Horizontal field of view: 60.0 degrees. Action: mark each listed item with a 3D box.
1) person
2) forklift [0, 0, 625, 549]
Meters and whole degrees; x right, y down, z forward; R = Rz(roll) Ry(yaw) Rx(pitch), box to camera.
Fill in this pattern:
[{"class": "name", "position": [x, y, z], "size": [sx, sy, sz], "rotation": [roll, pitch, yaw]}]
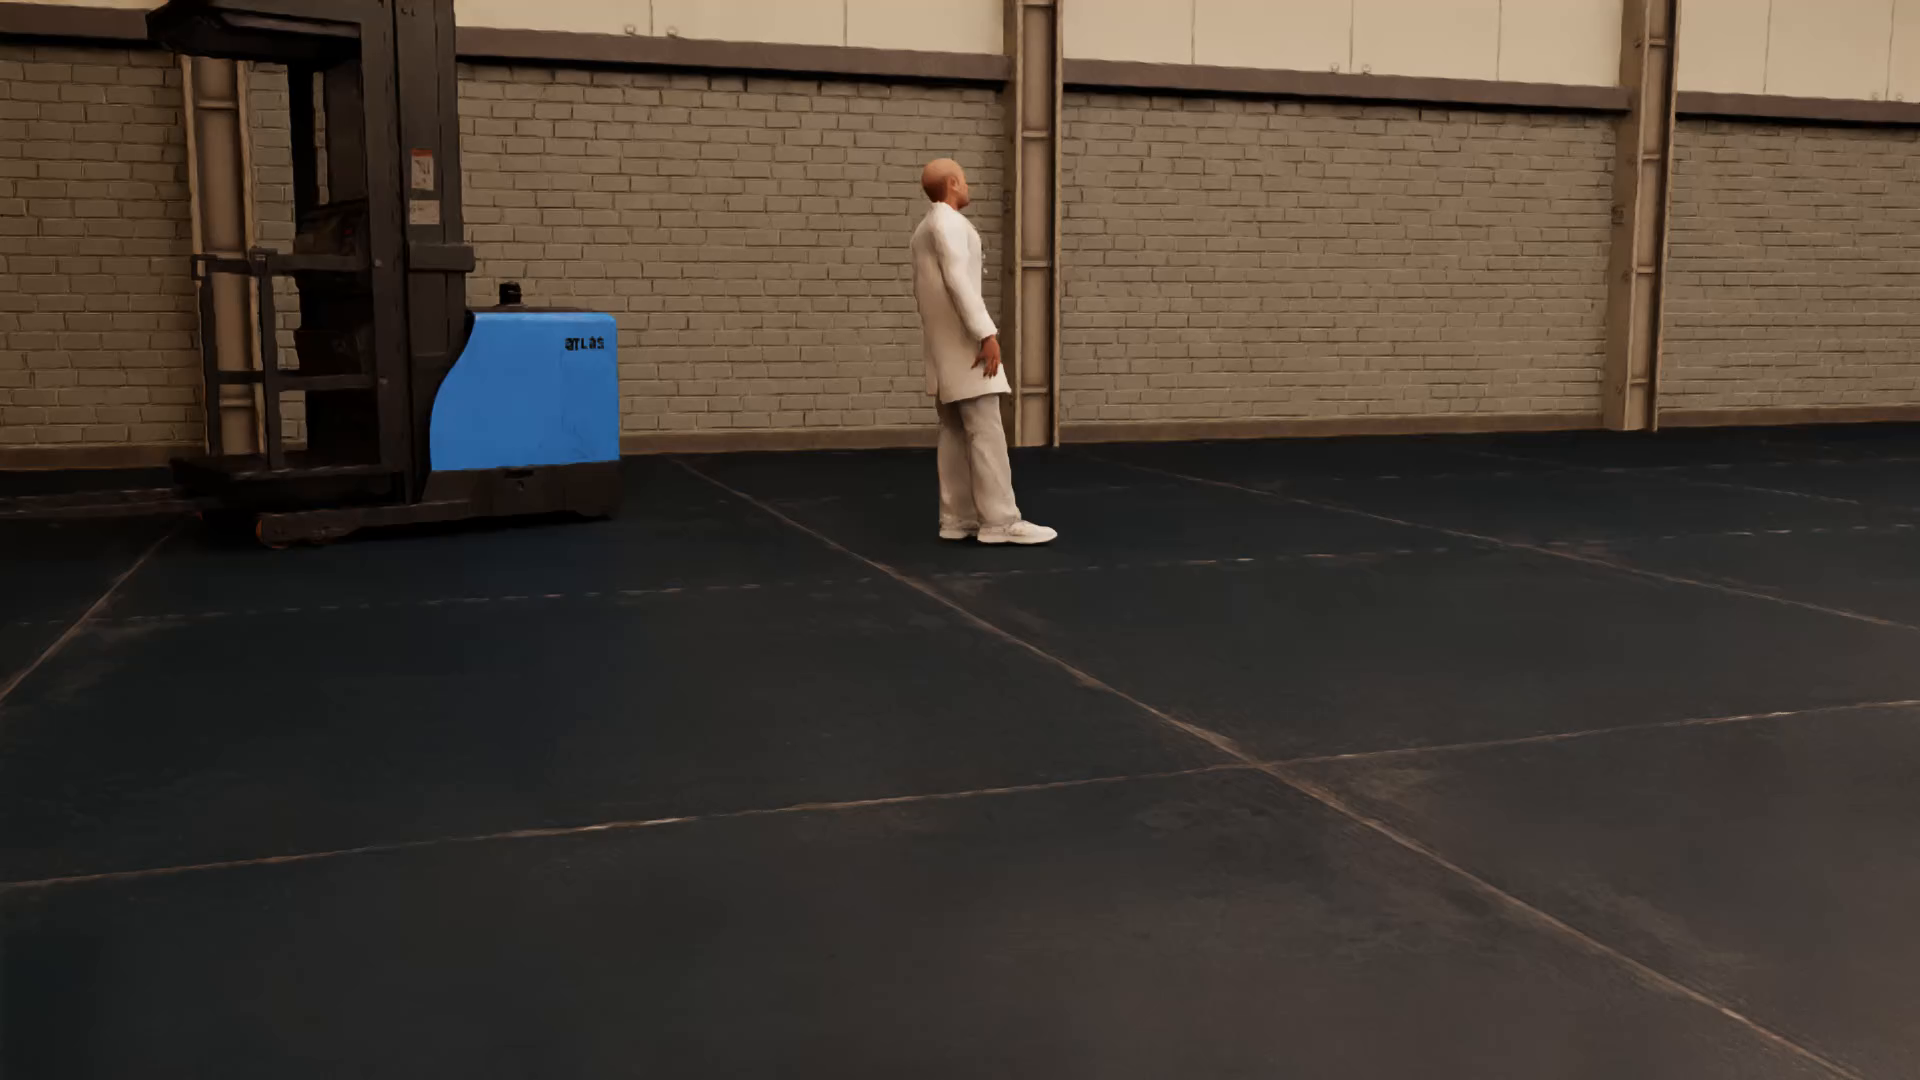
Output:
[{"class": "person", "position": [0.088, -0.892, 7.827], "size": [0.579, 1.776, 0.694], "rotation": [-3, 8, -18]}, {"class": "forklift", "position": [-3.235, -1.491, 8.014], "size": [3.031, 2.935, 1.130], "rotation": [-6, 10, -38]}]
